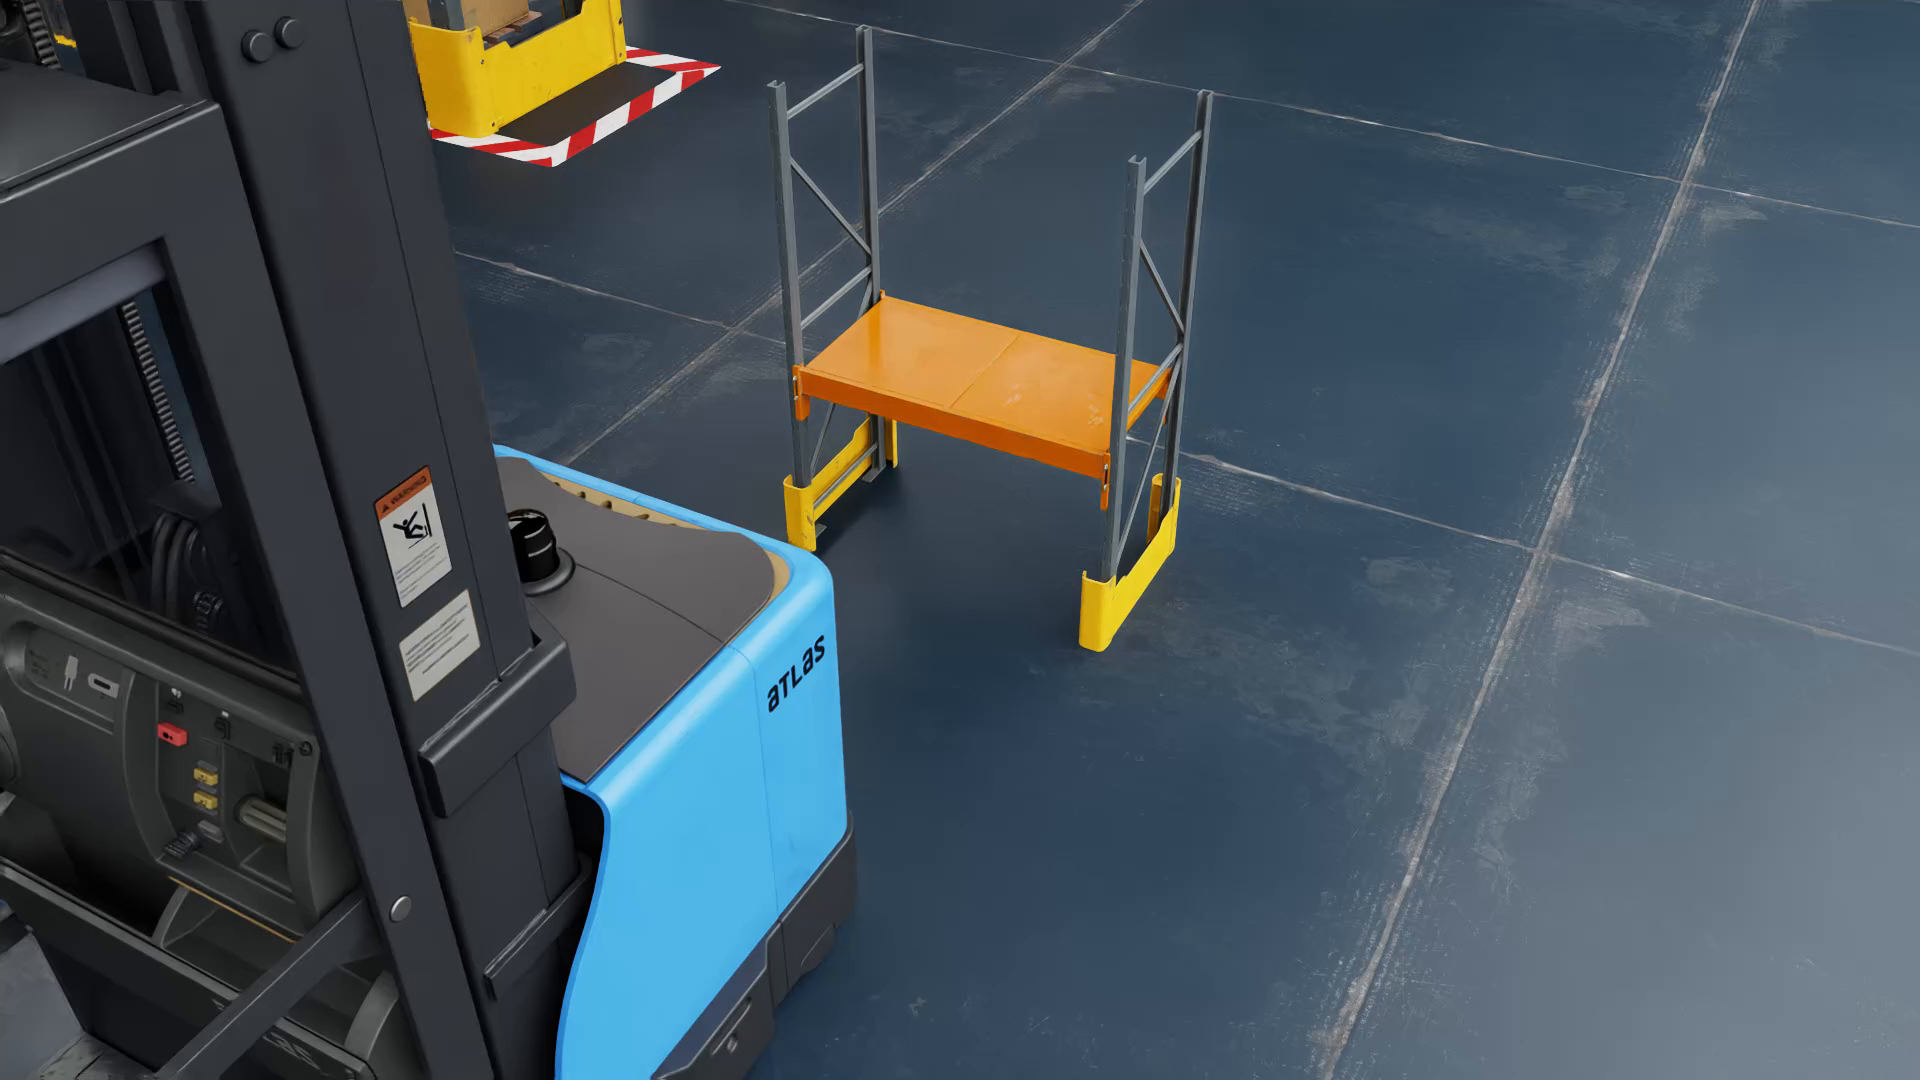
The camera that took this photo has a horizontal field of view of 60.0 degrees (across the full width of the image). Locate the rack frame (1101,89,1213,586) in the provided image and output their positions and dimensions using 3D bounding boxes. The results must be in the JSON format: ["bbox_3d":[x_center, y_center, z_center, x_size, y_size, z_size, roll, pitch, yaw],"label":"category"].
[{"bbox_3d":[0.527,-0.432,4.579,0.032,1.500,0.500,17,41,21],"label":"rack frame"}]

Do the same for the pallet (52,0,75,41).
[{"bbox_3d":[-3.945,-2.819,8.789,1.213,0.211,1.003,17,41,21],"label":"pallet"}]

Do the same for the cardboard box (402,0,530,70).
[{"bbox_3d":[-2.752,-2.884,7.978,0.875,0.875,0.875,18,41,22],"label":"cardboard box"}]

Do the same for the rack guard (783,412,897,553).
[{"bbox_3d":[-0.375,-0.217,5.329,0.087,0.250,0.587,17,41,21],"label":"rack guard"}]

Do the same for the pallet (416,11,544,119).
[{"bbox_3d":[-2.866,-2.479,8.342,1.213,0.211,1.003,17,41,21],"label":"pallet"}]

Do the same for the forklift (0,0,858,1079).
[{"bbox_3d":[-1.393,0.368,2.340,1.130,2.935,3.031,18,41,22],"label":"forklift"}]

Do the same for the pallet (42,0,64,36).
[{"bbox_3d":[-5.033,-3.158,9.235,1.213,0.211,1.003,17,41,21],"label":"pallet"}]

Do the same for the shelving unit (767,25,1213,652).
[{"bbox_3d":[0.068,-0.576,4.769,1.083,1.500,0.587,17,41,21],"label":"shelving unit"}]

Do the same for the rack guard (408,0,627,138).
[{"bbox_3d":[-2.099,-2.407,8.008,0.348,0.500,1.175,17,41,21],"label":"rack guard"}]

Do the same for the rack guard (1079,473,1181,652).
[{"bbox_3d":[0.510,0.060,4.964,0.087,0.250,0.587,17,41,21],"label":"rack guard"}]

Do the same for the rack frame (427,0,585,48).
[{"bbox_3d":[-2.120,-3.410,7.261,0.127,3.000,1.000,17,41,21],"label":"rack frame"}]

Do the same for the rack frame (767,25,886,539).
[{"bbox_3d":[-0.376,-0.715,4.951,0.032,1.500,0.500,17,41,21],"label":"rack frame"}]

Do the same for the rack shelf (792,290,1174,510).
[{"bbox_3d":[0.076,-0.430,4.874,1.000,0.185,0.538,17,41,21],"label":"rack shelf"}]
